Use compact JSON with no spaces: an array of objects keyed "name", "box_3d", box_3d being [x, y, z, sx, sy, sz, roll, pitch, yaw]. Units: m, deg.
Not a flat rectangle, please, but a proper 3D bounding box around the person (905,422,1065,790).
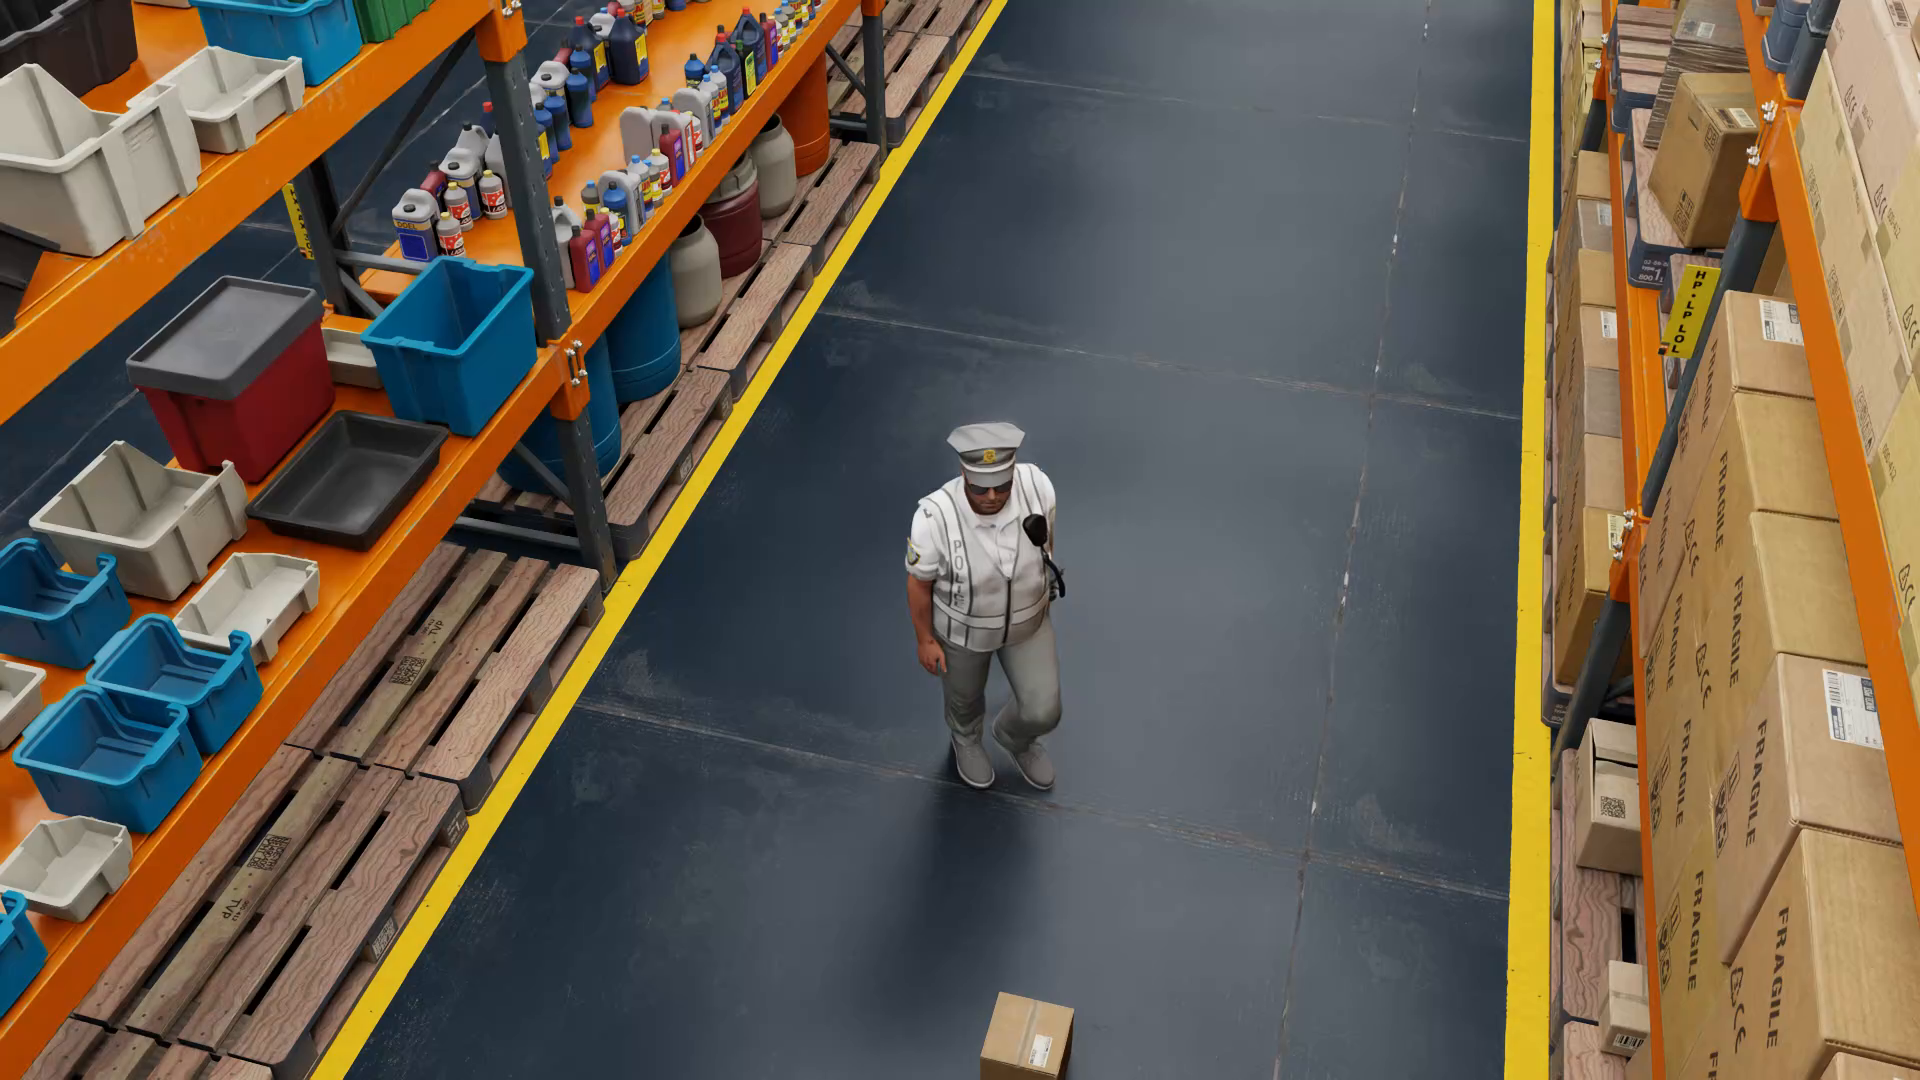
[{"name":"person","box_3d":[0.087,0.258,5.829,0.571,1.758,0.518,-11,42,-12]}]
